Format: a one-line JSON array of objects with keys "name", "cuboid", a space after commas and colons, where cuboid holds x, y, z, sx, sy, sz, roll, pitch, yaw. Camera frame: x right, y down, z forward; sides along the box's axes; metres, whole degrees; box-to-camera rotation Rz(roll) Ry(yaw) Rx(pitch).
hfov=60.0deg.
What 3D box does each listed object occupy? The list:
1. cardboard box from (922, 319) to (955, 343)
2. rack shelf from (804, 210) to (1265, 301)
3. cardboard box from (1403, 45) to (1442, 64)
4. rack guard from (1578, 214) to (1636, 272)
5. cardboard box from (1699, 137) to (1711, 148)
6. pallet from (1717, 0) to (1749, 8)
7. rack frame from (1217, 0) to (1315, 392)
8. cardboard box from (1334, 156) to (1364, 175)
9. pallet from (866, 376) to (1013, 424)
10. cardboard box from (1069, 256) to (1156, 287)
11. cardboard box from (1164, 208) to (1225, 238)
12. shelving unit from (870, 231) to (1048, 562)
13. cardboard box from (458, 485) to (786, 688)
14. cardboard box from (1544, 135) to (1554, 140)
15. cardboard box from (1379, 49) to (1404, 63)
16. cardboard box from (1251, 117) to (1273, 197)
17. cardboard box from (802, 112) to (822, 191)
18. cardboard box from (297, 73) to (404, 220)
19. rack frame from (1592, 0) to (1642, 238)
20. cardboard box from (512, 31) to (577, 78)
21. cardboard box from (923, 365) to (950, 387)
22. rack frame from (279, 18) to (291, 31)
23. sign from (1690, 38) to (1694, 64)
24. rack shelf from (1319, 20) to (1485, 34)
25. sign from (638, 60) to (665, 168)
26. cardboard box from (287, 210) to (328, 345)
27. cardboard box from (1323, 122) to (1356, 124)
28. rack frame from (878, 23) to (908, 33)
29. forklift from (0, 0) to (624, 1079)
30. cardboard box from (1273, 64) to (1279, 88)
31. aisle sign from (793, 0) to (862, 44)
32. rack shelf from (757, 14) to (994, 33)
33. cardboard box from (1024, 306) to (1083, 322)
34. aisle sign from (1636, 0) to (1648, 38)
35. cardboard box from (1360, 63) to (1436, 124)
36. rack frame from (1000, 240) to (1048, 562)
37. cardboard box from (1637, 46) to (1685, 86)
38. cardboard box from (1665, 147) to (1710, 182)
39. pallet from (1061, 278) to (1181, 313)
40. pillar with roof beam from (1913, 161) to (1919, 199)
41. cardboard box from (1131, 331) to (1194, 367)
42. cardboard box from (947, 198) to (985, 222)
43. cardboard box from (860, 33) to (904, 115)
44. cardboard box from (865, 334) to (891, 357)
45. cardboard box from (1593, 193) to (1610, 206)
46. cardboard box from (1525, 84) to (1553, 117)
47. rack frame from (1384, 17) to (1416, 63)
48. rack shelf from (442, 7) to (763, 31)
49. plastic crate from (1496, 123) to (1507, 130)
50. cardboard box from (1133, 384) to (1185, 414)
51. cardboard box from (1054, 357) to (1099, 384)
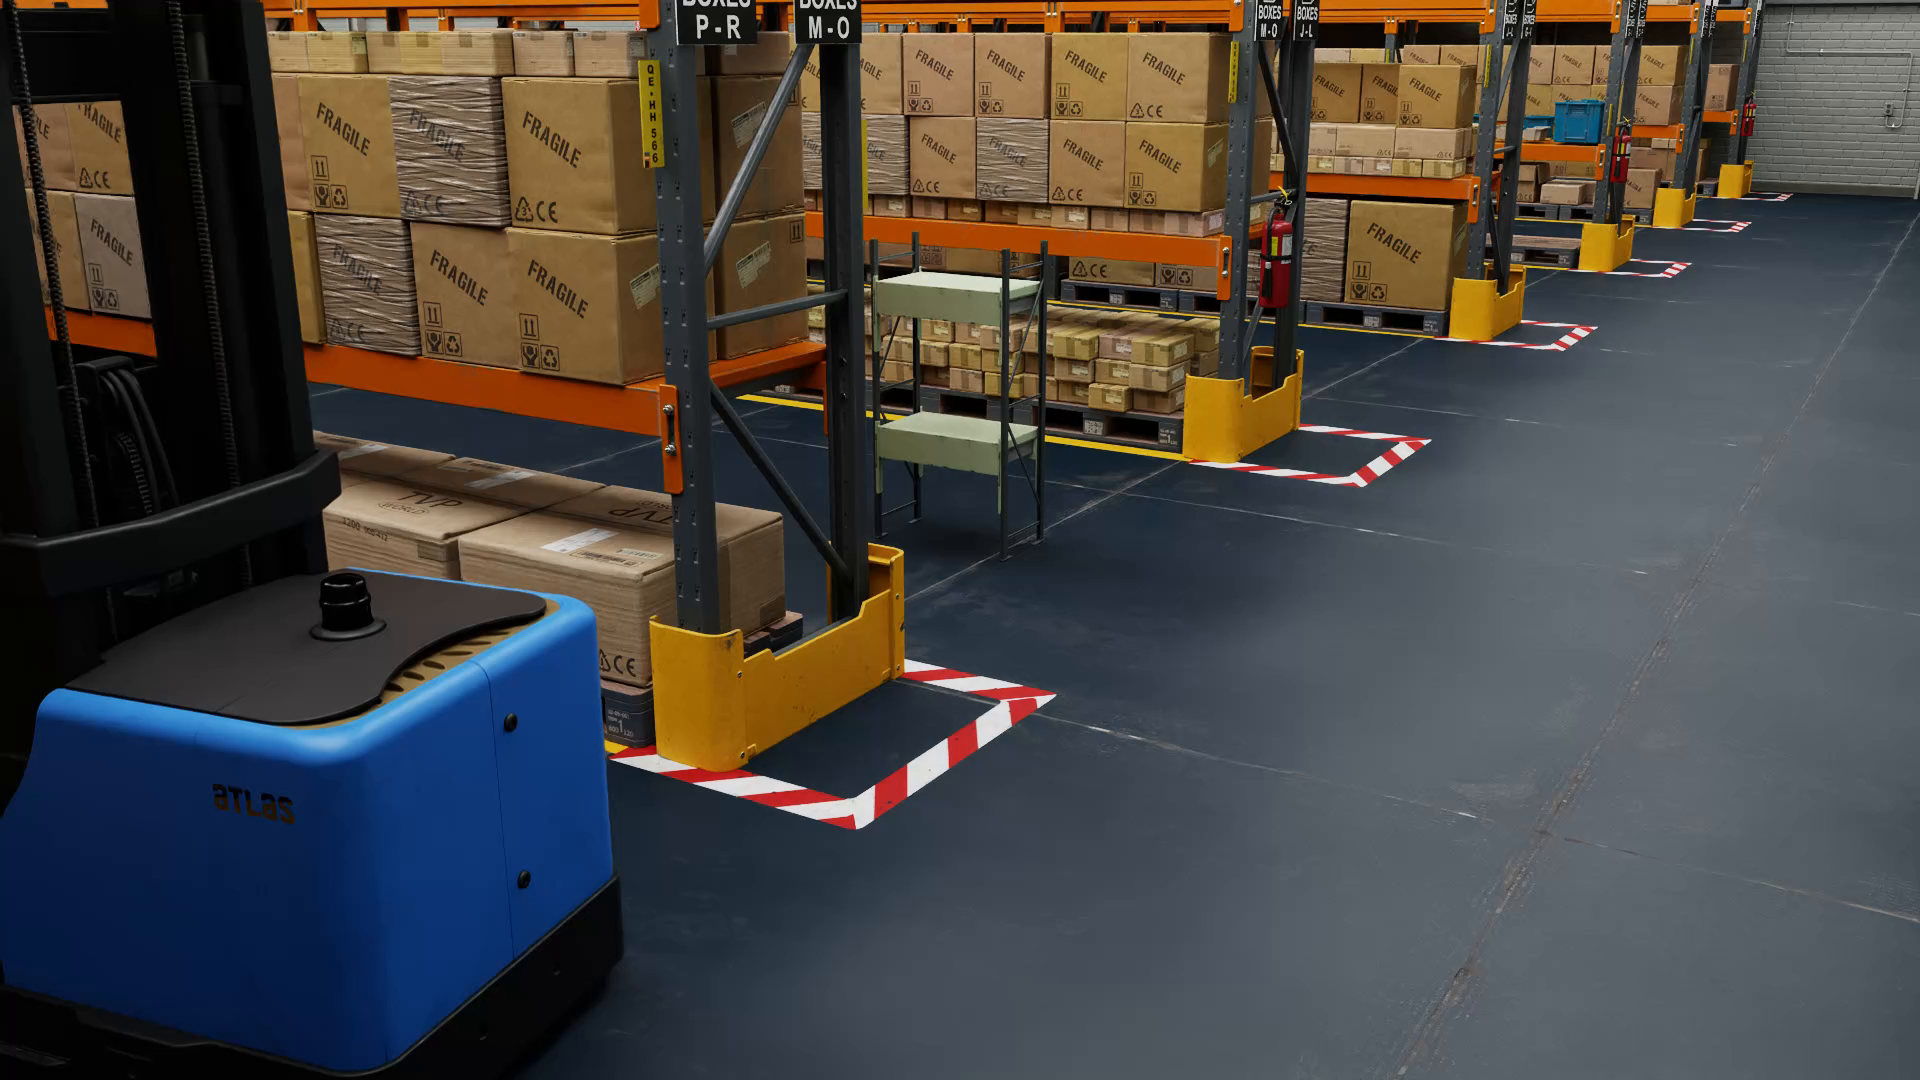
[{"name": "cardboard box", "cuboid": [-0.069, -1.423, 11.064, 0.250, 0.149, 0.380, 10, 20, 30]}, {"name": "rack shelf", "cuboid": [0.132, -2.001, 11.045, 4.000, 0.370, 1.077, 10, 20, 30]}, {"name": "cardboard box", "cuboid": [6.551, -6.700, 23.385, 0.500, 0.500, 0.500, 11, 20, 31]}, {"name": "rack guard", "cuboid": [7.137, -3.284, 18.332, 0.348, 0.500, 1.175, 10, 20, 30]}, {"name": "cardboard box", "cuboid": [11.857, -6.362, 26.625, 0.250, 0.149, 0.380, 10, 20, 30]}, {"name": "pallet", "cuboid": [11.657, -8.437, 25.988, 1.213, 0.211, 1.003, 10, 20, 30]}, {"name": "rack frame", "cuboid": [1.836, -2.041, 9.939, 0.127, 3.000, 1.000, 10, 20, 30]}, {"name": "cardboard box", "cuboid": [3.393, -3.222, 14.260, 0.250, 0.149, 0.380, 11, 20, 31]}, {"name": "pallet", "cuboid": [0.062, -1.036, 11.429, 1.213, 0.211, 1.003, 10, 20, 30]}, {"name": "cardboard box", "cuboid": [1.630, -2.926, 15.787, 0.875, 0.875, 0.875, 10, 20, 30]}, {"name": "cardboard box", "cuboid": [1.410, -1.900, 9.908, 0.250, 0.149, 0.380, 10, 20, 30]}, {"name": "shelving unit", "cuboid": [-0.006, -0.719, 8.167, 0.755, 1.500, 0.431, 10, 20, 30]}, {"name": "cardboard box", "cuboid": [-1.283, 0.150, 6.412, 0.875, 0.438, 0.875, 9, 19, 28]}, {"name": "cardboard box", "cuboid": [9.666, -6.621, 27.481, 0.250, 0.149, 0.380, 11, 20, 32]}, {"name": "cardboard box", "cuboid": [7.489, -8.267, 28.426, 0.500, 0.250, 0.500, 11, 20, 31]}, {"name": "cardboard box", "cuboid": [1.598, -2.368, 10.331, 0.500, 0.500, 0.500, 11, 20, 33]}, {"name": "cardboard box", "cuboid": [-0.857, -2.628, 11.189, 0.500, 0.500, 0.500, 10, 20, 30]}, {"name": "cardboard box", "cuboid": [-2.085, -1.488, 6.228, 0.500, 0.500, 0.500, 10, 20, 30]}, {"name": "rack frame", "cuboid": [7.110, -4.480, 17.970, 0.127, 3.000, 1.000, 10, 20, 30]}, {"name": "cardboard box", "cuboid": [-1.308, -1.674, 5.722, 0.250, 0.149, 0.380, 11, 20, 31]}, {"name": "cardboard box", "cuboid": [-0.040, -1.143, 11.165, 0.250, 0.149, 0.380, 11, 20, 32]}, {"name": "rack frame", "cuboid": [-9.116, -5.688, 21.944, 0.127, 3.000, 1.000, 10, 20, 30]}, {"name": "sign", "cuboid": [9.398, -6.278, 21.351, 0.005, 0.325, 0.100, 10, 20, 30]}, {"name": "rack shelf", "cuboid": [7.182, -8.938, 28.721, 4.000, 0.370, 1.077, 10, 20, 30]}, {"name": "sign", "cuboid": [-0.965, -1.335, 5.214, 0.005, 0.325, 0.100, 10, 20, 30]}, {"name": "cardboard box", "cuboid": [-2.528, -1.086, 6.624, 0.500, 0.500, 0.500, 11, 20, 32]}, {"name": "cardboard box", "cuboid": [3.377, -3.619, 14.881, 0.500, 0.250, 0.500, 9, 19, 28]}, {"name": "rack frame", "cuboid": [-1.339, -9.368, 34.060, 0.127, 3.000, 1.000, 10, 20, 30]}, {"name": "forklift", "cuboid": [-2.474, -0.251, 4.165, 3.031, 2.935, 1.130, 6, 18, 20]}, {"name": "cardboard box", "cuboid": [4.759, -6.817, 24.769, 0.500, 0.500, 0.700, 5, 18, 16]}, {"name": "aisle sign", "cuboid": [-0.456, -2.104, 5.675, 0.004, 0.787, 0.394, 10, 20, 30]}, {"name": "rack shelf", "cuboid": [-1.411, -7.093, 22.647, 4.000, 0.370, 1.077, 10, 20, 30]}, {"name": "cardboard box", "cuboid": [0.636, -1.470, 11.219, 0.250, 0.149, 0.380, 11, 20, 32]}, {"name": "aisle sign", "cuboid": [7.327, -5.787, 17.799, 0.004, 0.787, 0.394, 10, 20, 30]}, {"name": "cardboard box", "cuboid": [3.824, -3.899, 14.513, 0.500, 0.500, 0.500, 10, 19, 29]}, {"name": "rack frame", "cuboid": [0.306, -0.663, 7.983, 0.023, 1.500, 0.400, 10, 20, 30]}, {"name": "cardboard box", "cuboid": [9.182, -6.233, 21.846, 0.500, 0.500, 0.500, 10, 20, 30]}, {"name": "cardboard box", "cuboid": [11.646, -6.021, 26.619, 0.500, 0.500, 0.700, 10, 20, 30]}, {"name": "pallet", "cuboid": [1.716, -2.393, 15.896, 1.213, 0.211, 1.003, 10, 20, 30]}, {"name": "pillar with roof beam", "cuboid": [12.795, -8.542, 21.019, 0.400, 9.000, 9.100, 10, 20, 30]}, {"name": "cardboard box", "cuboid": [1.252, -1.180, 10.264, 0.250, 0.149, 0.380, 10, 20, 31]}, {"name": "cardboard box", "cuboid": [0.124, -2.154, 10.744, 0.250, 0.149, 0.380, 11, 20, 31]}, {"name": "cardboard box", "cuboid": [-0.453, -3.029, 10.789, 0.500, 0.500, 0.500, 10, 20, 31]}, {"name": "cardboard box", "cuboid": [-0.492, -1.360, 11.369, 0.250, 0.149, 0.380, 11, 20, 33]}, {"name": "cardboard box", "cuboid": [8.815, -4.667, 22.703, 0.250, 0.166, 0.380, 10, 20, 30]}, {"name": "cardboard box", "cuboid": [7.886, -5.987, 22.759, 0.500, 0.500, 0.500, 10, 19, 29]}, {"name": "rack frame", "cuboid": [6.297, -6.315, 24.010, 0.127, 3.000, 1.000, 10, 20, 30]}, {"name": "rack shelf", "cuboid": [-4.004, -5.866, 18.608, 4.000, 0.370, 1.077, 10, 20, 30]}, {"name": "plastic crate", "cuboid": [6.264, -4.675, 18.960, 0.298, 0.136, 0.250, 10, 20, 30]}, {"name": "cardboard box", "cuboid": [1.278, -0.906, 10.386, 0.250, 0.149, 0.380, 11, 20, 31]}, {"name": "cardboard box", "cuboid": [0.793, -1.108, 10.539, 0.250, 0.149, 0.380, 9, 19, 28]}]
